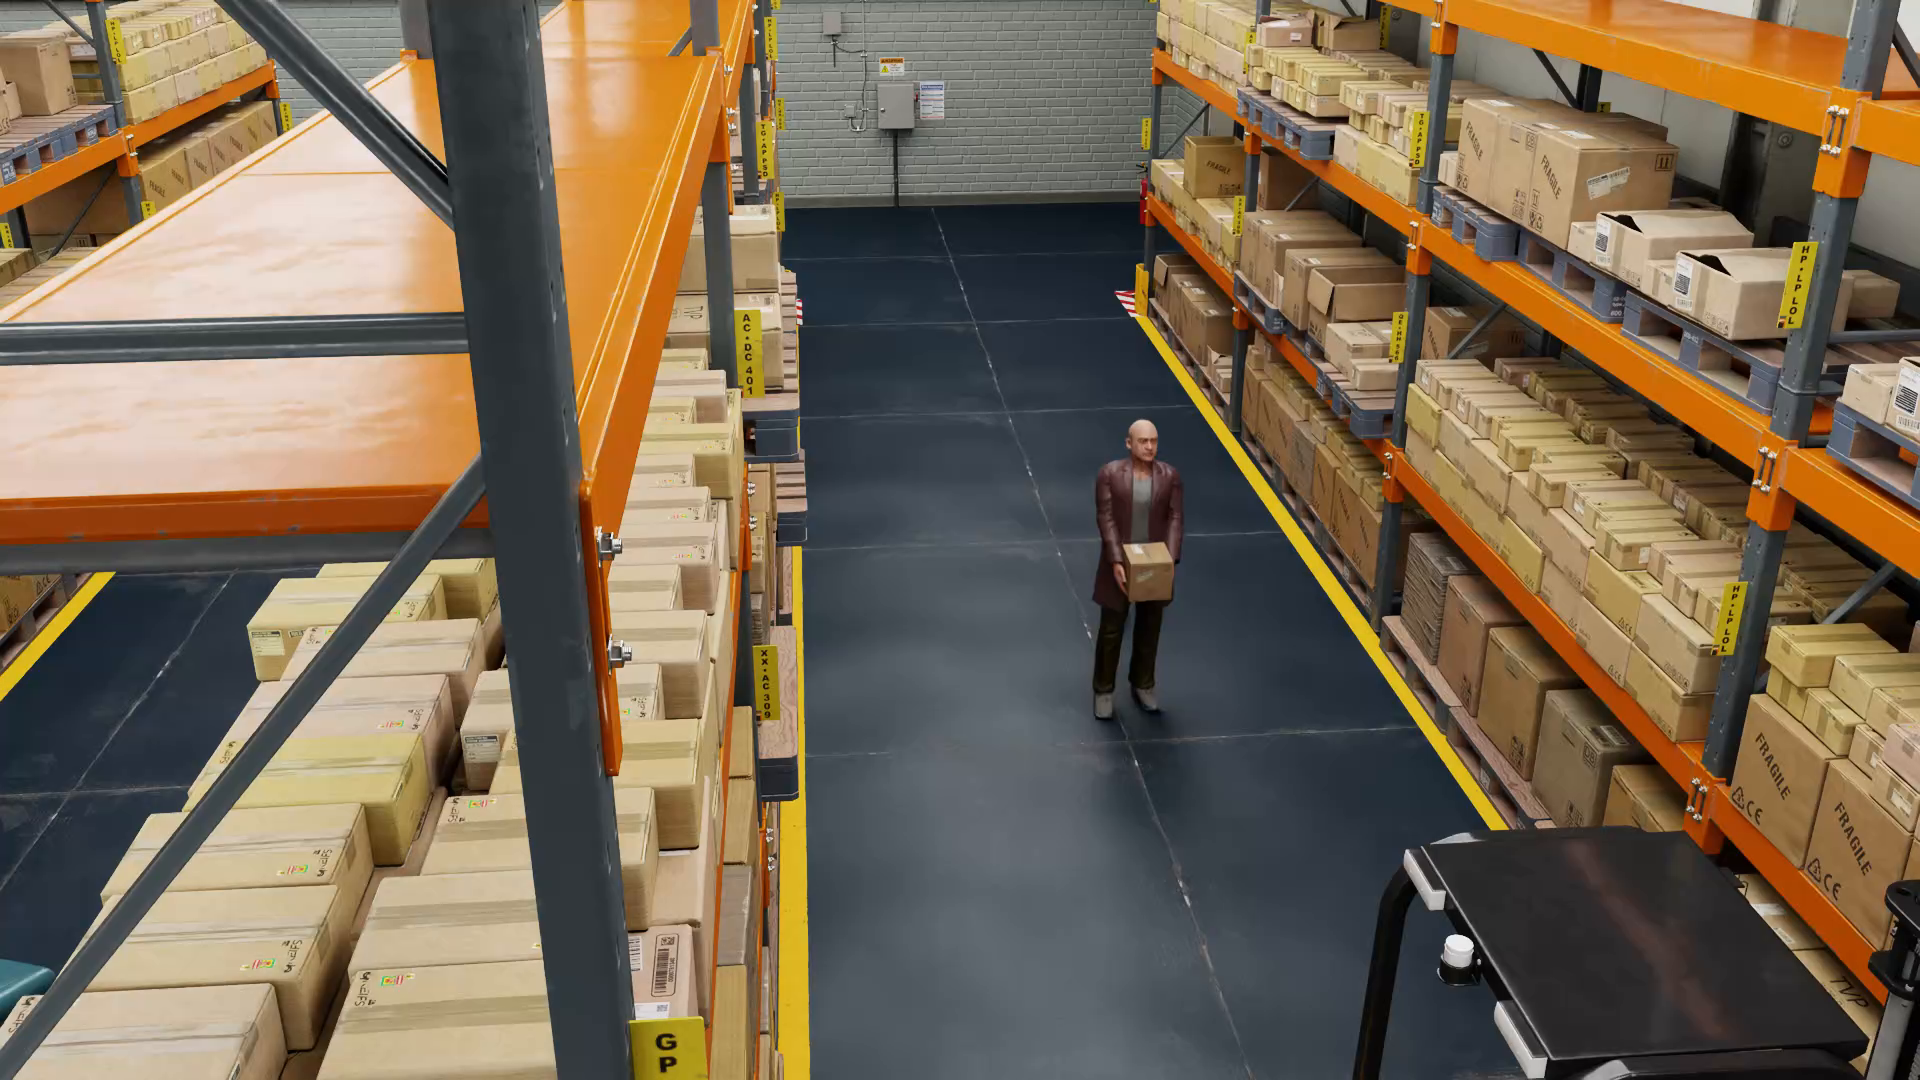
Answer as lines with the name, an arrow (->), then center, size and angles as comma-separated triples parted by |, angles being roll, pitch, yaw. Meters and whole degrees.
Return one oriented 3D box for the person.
person -> 1.068, 0.184, 9.924 | 0.552, 1.780, 0.536 | -2, 24, -5
